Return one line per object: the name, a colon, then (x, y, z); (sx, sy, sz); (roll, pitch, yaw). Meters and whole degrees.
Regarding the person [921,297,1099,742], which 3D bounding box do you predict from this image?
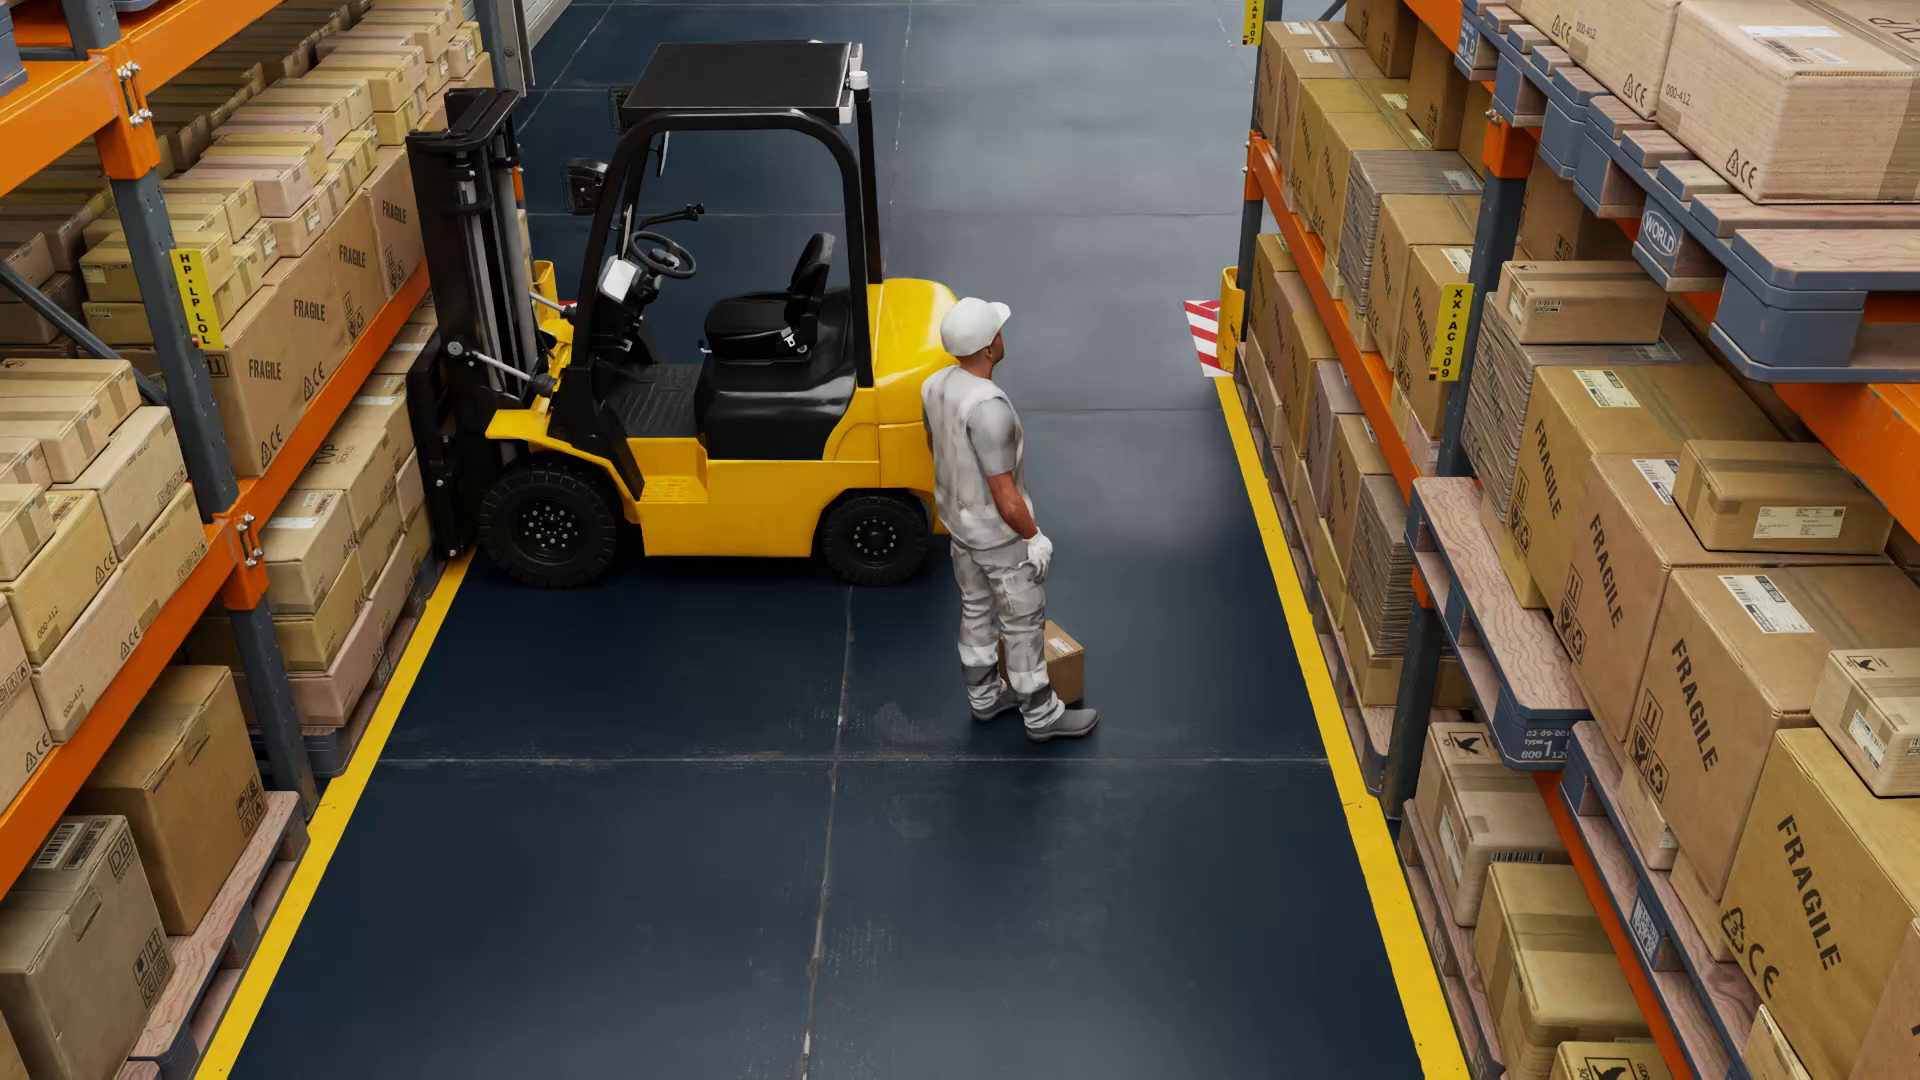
person: (0.177, -0.081, 6.227); (0.564, 1.787, 0.635); (-16, 35, -25)
